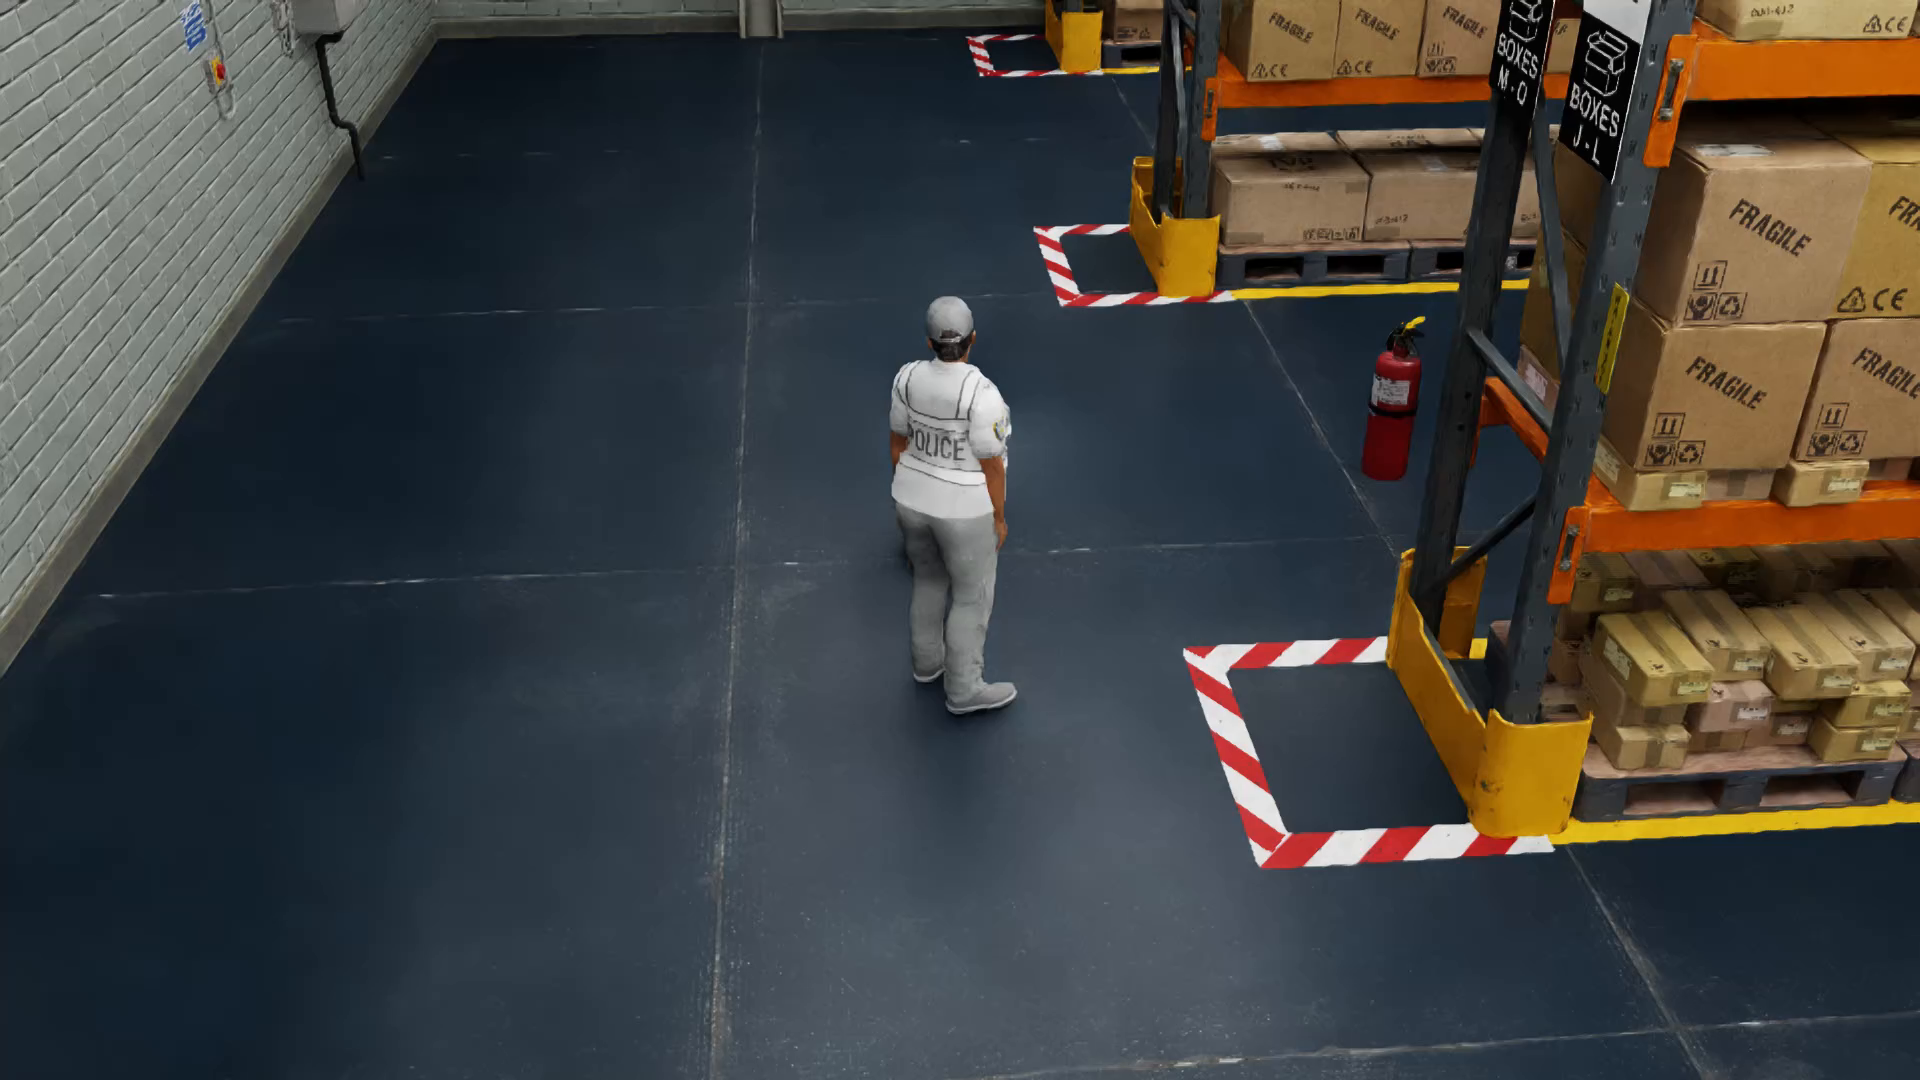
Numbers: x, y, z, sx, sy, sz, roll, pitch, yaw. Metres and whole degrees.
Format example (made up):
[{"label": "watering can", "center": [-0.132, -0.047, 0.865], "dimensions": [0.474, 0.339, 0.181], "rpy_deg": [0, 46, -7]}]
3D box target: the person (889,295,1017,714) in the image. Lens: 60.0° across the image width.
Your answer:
[{"label": "person", "center": [-0.016, -0.126, 6.318], "dimensions": [0.526, 1.670, 0.409], "rpy_deg": [21, 37, 31]}]
